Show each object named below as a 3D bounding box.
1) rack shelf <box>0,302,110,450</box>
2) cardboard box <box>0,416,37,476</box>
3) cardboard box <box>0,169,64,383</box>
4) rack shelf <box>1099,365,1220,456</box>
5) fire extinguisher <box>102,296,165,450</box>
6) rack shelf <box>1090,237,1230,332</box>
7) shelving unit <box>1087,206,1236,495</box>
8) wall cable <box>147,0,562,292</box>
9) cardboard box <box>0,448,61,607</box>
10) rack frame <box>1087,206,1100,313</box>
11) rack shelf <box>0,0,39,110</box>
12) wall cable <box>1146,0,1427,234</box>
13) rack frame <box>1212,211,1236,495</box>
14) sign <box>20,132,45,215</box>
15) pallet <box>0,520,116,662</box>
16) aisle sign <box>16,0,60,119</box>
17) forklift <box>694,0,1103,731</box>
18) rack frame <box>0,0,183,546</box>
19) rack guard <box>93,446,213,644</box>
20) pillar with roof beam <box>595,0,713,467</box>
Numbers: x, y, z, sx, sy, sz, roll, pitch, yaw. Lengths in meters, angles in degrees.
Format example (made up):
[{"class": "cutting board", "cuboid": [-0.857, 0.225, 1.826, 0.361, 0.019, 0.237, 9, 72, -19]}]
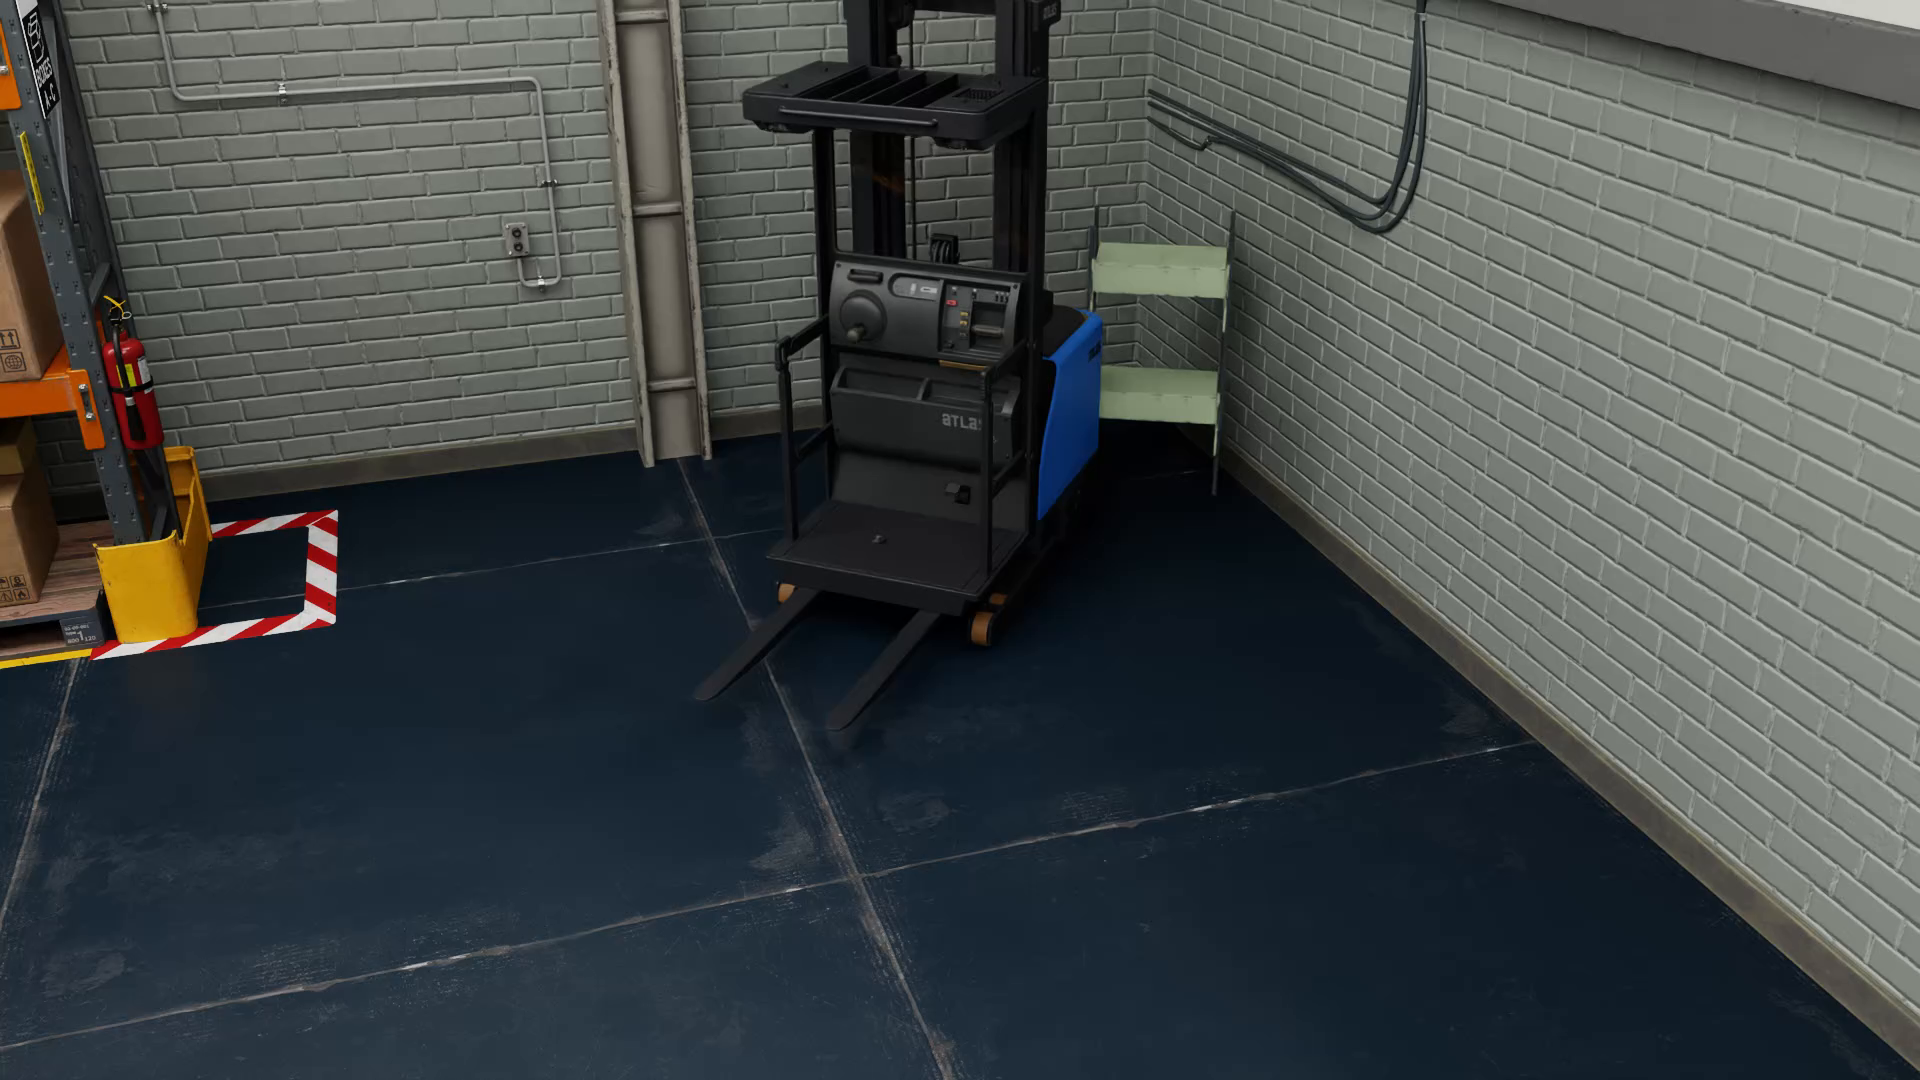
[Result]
[{"class": "rack shelf", "cuboid": [-5.877, -0.519, 7.231, 4.000, 0.370, 1.077, -8, 28, -16]}, {"class": "cardboard box", "cuboid": [-4.553, -0.439, 7.870, 0.250, 0.149, 0.380, -8, 28, -16]}, {"class": "cardboard box", "cuboid": [-4.457, -1.177, 7.409, 0.700, 0.700, 0.980, -7, 27, -14]}, {"class": "rack shelf", "cuboid": [1.080, -0.740, 9.287, 0.720, 0.370, 0.431, 4, 27, 8]}, {"class": "fire extinguisher", "cuboid": [-3.689, -0.741, 7.375, 0.183, 0.674, 0.296, -8, 28, -16]}, {"class": "rack shelf", "cuboid": [1.080, -1.382, 8.969, 0.720, 0.370, 0.431, 4, 27, 8]}, {"class": "shelving unit", "cuboid": [1.080, -1.032, 9.142, 0.755, 1.500, 0.431, 4, 27, 8]}, {"class": "wall cable", "cuboid": [-3.051, -2.148, 8.561, 1.851, 1.984, 0.084, -8, 28, -16]}, {"class": "cardboard box", "cuboid": [-4.610, -0.047, 7.809, 0.500, 0.500, 0.700, -8, 28, -16]}, {"class": "rack frame", "cuboid": [0.718, -1.056, 9.190, 0.023, 1.500, 0.400, 4, 27, 8]}, {"class": "rack shelf", "cuboid": [-5.877, -1.863, 6.564, 4.000, 0.370, 1.077, -8, 28, -16]}, {"class": "wall cable", "cuboid": [1.514, -3.041, 8.247, 0.112, 2.526, 3.097, -8, 28, -16]}, {"class": "rack frame", "cuboid": [1.442, -1.008, 9.094, 0.023, 1.500, 0.400, 4, 27, 8]}, {"class": "sign", "cuboid": [-3.820, -1.510, 6.850, 0.005, 0.325, 0.100, -8, 28, -16]}, {"class": "pallet", "cuboid": [-4.711, 0.276, 7.958, 1.213, 0.211, 1.003, -8, 28, -16]}, {"class": "aisle sign", "cuboid": [-3.814, -2.164, 6.813, 0.004, 0.787, 0.394, -8, 28, -16]}, {"class": "forklift", "cuboid": [-0.245, -1.026, 7.521, 1.130, 2.935, 3.031, 10, 28, 19]}, {"class": "rack frame", "cuboid": [-3.975, -1.117, 7.626, 0.127, 3.000, 1.000, -8, 28, -16]}, {"class": "rack guard", "cuboid": [-3.952, 0.000, 8.189, 0.348, 0.500, 1.175, -8, 28, -16]}, {"class": "pillar with roof beam", "cuboid": [-0.343, -2.721, 4.111, 0.400, 9.000, 9.100, -8, 28, -16]}]
